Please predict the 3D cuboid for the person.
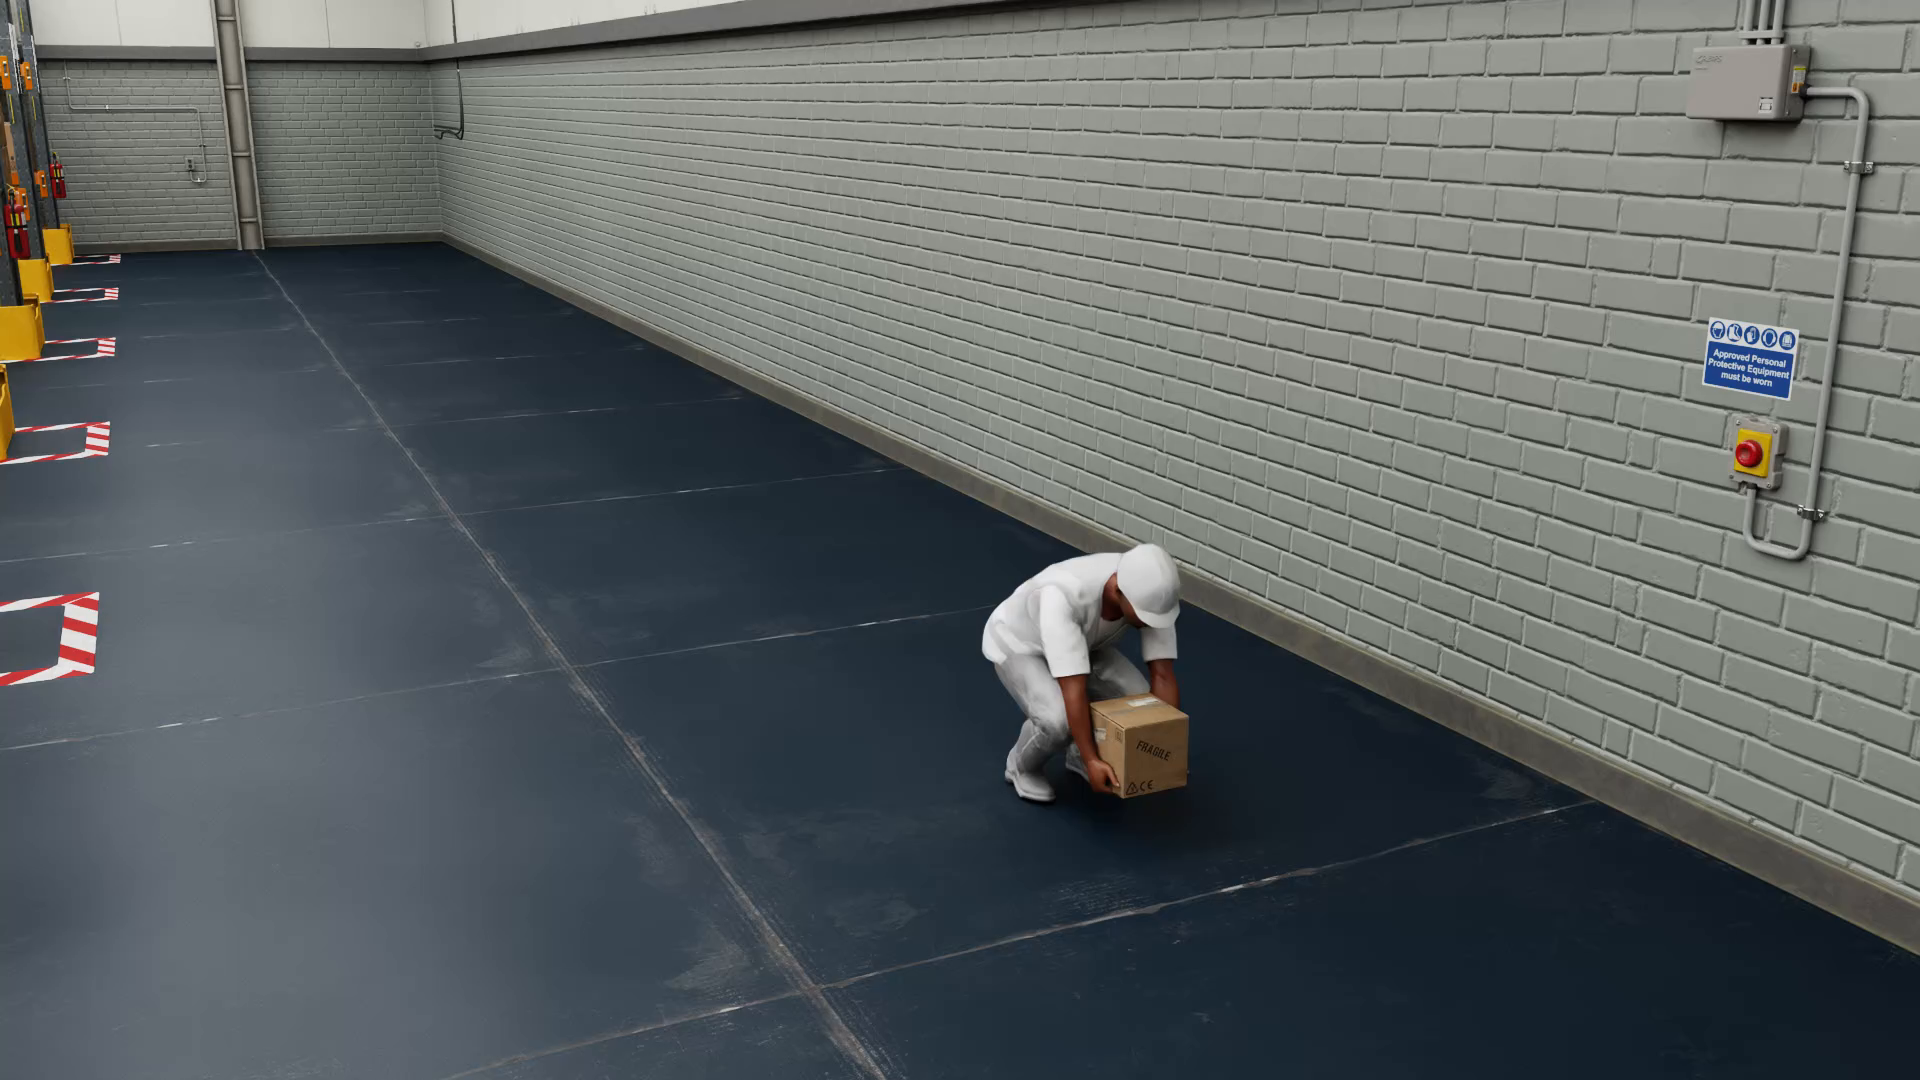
[{"bbox_3d":[0.458,0.432,5.842,0.540,1.011,0.872,-8,17,-26],"label":"person"}]
